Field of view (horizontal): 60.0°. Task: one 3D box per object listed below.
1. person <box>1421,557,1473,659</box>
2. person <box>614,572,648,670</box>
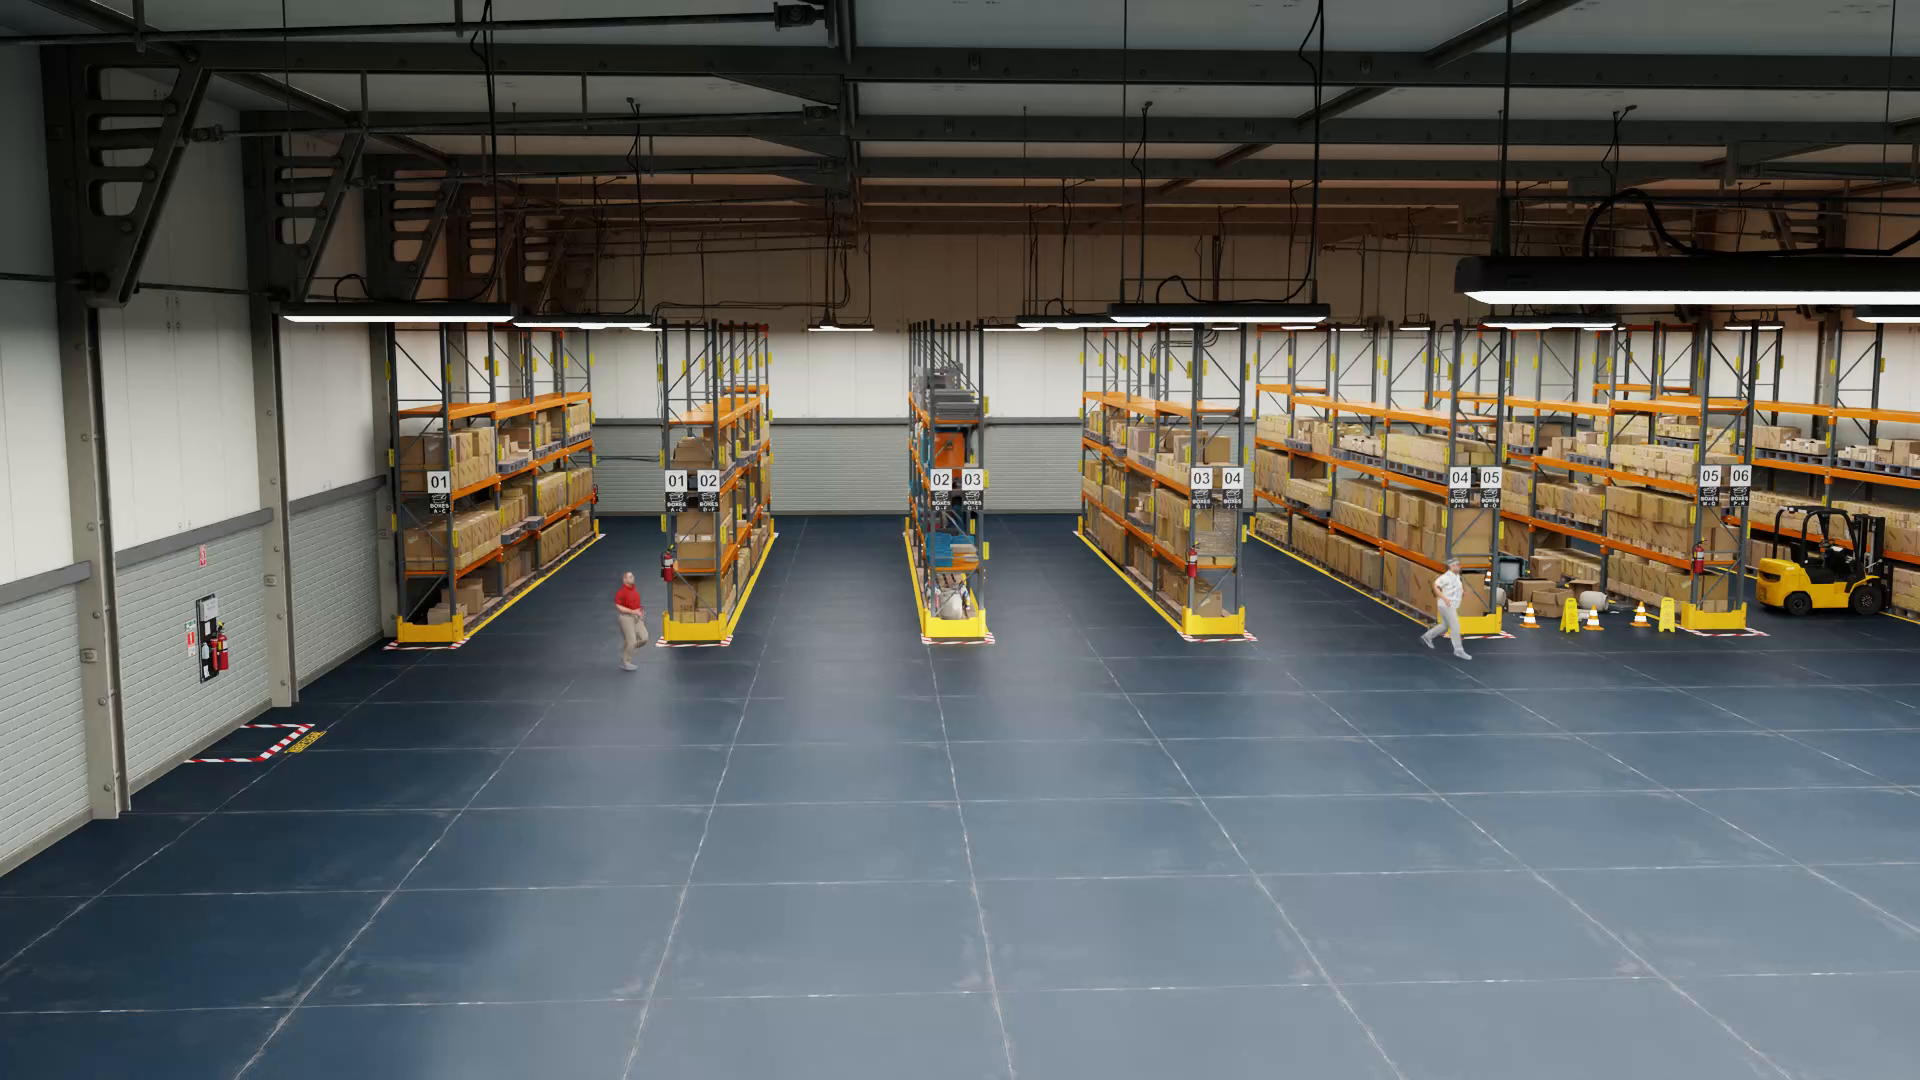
[{"bbox_3d":[8.676,1.189,29.641,0.977,1.805,0.678,5,8,33],"label":"person"},{"bbox_3d":[-5.626,1.342,28.497,0.593,1.614,0.658,3,8,21],"label":"person"}]
